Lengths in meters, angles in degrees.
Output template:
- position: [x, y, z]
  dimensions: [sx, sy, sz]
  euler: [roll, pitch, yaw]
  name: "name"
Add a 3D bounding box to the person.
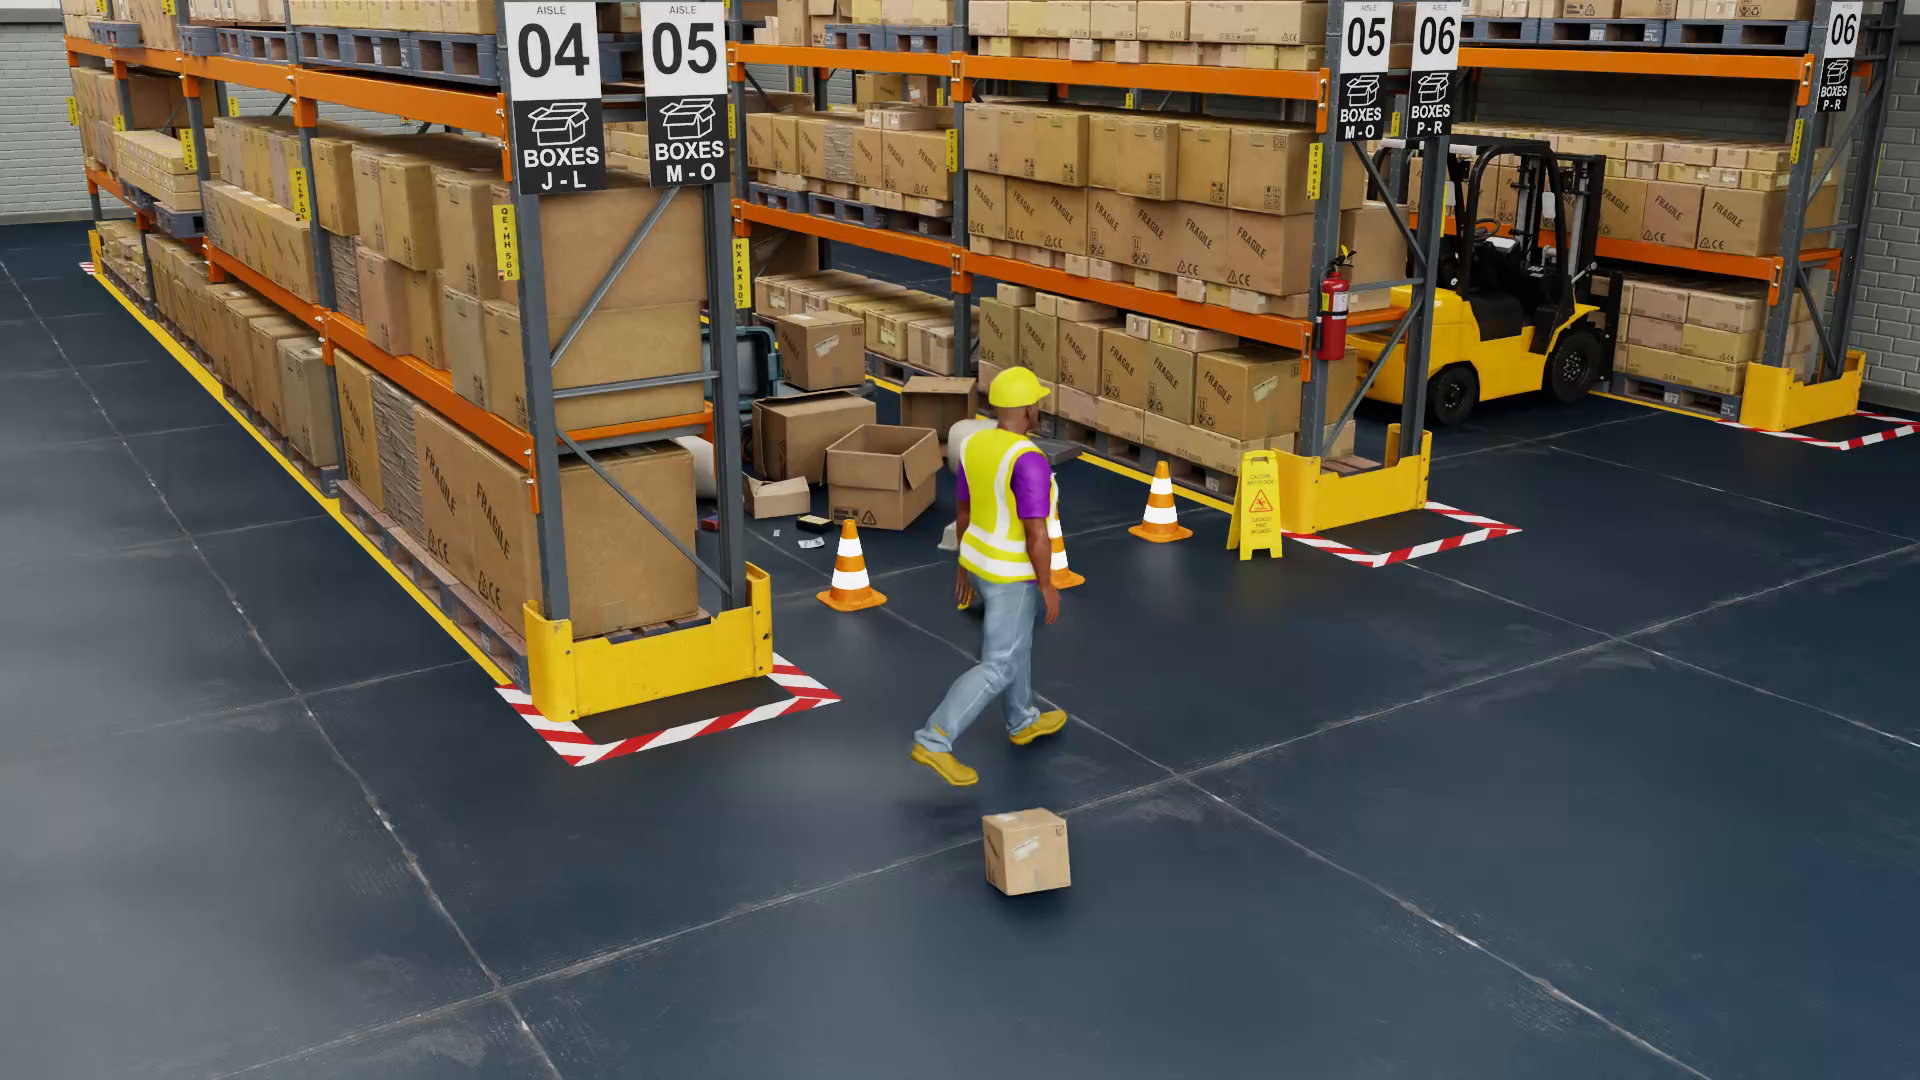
- position: [0.152, 0.148, 7.059]
  dimensions: [0.920, 1.753, 0.603]
  euler: [-9, 20, -25]
  name: "person"
